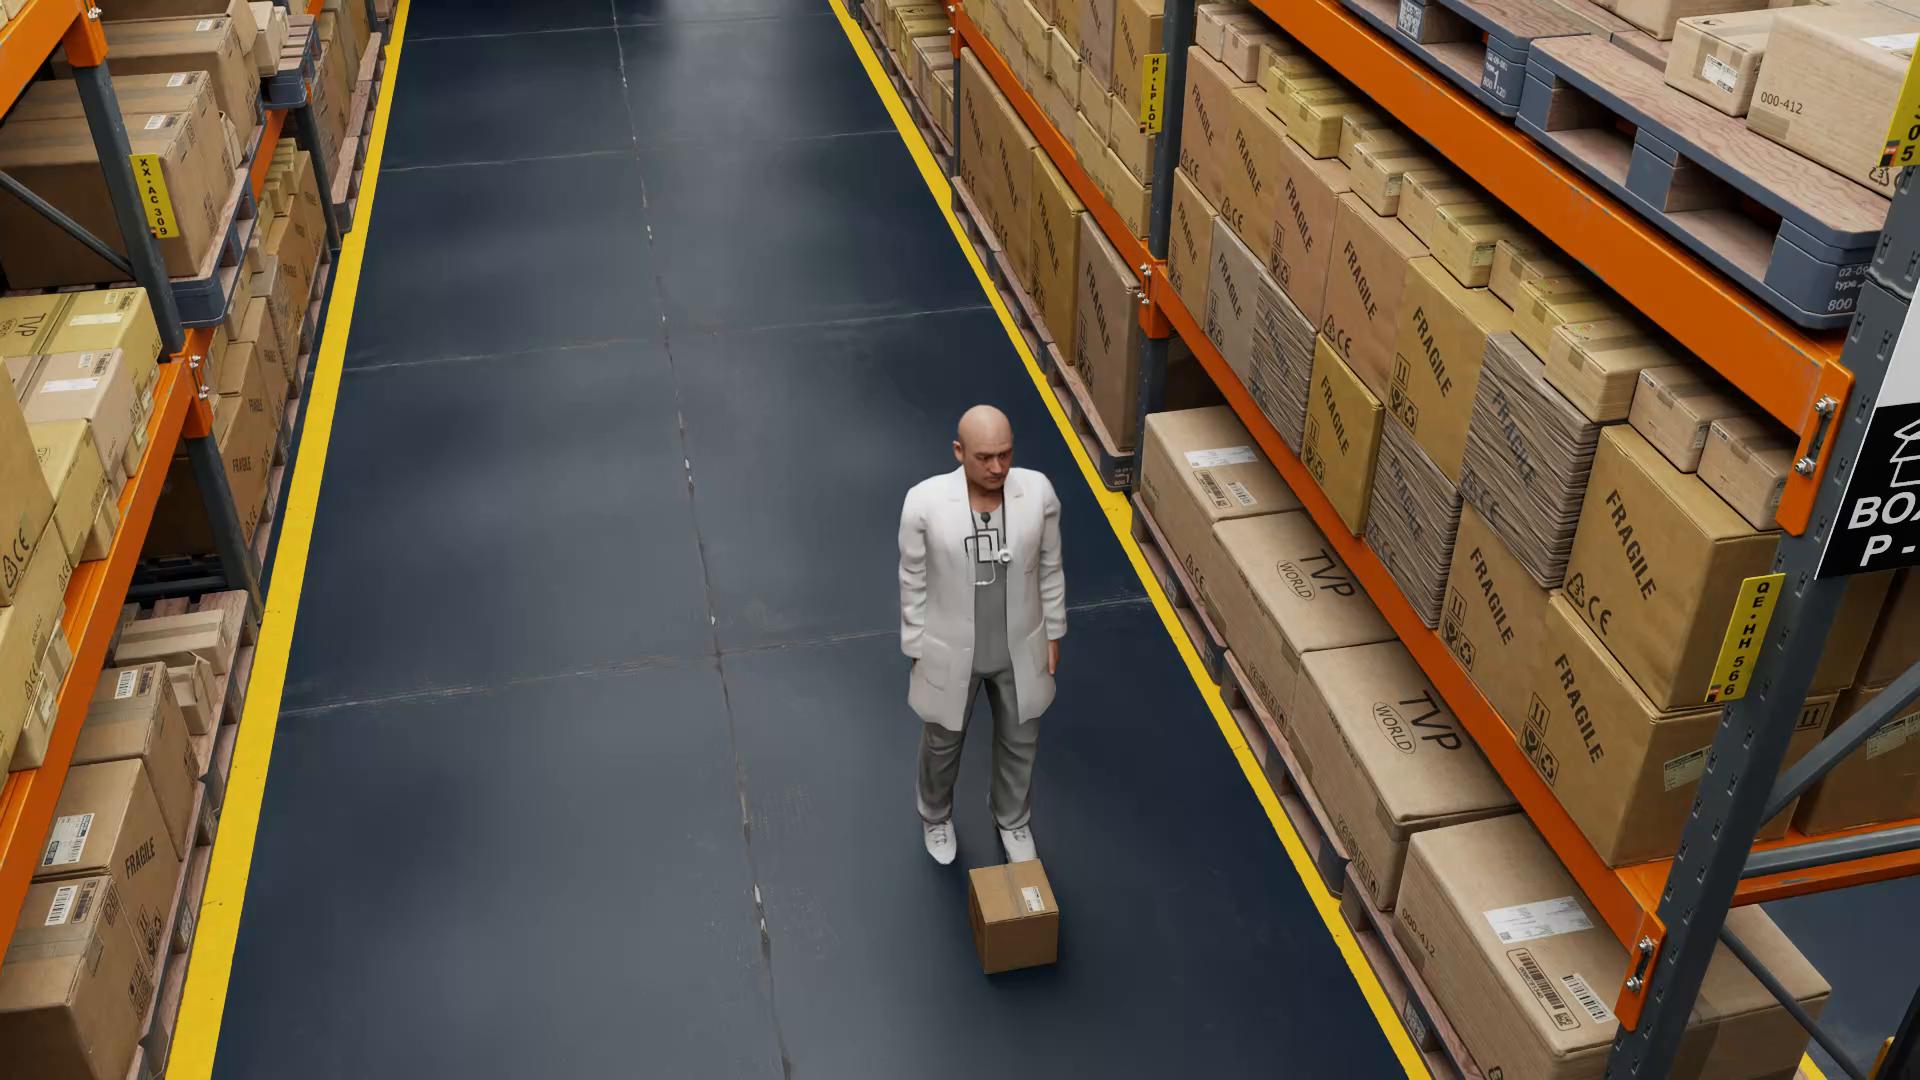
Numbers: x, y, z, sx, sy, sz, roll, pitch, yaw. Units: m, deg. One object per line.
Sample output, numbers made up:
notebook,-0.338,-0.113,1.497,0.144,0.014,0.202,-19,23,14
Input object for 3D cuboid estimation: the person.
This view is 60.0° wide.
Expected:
person,0.111,0.467,5.671,0.624,1.552,0.613,-7,35,-10
